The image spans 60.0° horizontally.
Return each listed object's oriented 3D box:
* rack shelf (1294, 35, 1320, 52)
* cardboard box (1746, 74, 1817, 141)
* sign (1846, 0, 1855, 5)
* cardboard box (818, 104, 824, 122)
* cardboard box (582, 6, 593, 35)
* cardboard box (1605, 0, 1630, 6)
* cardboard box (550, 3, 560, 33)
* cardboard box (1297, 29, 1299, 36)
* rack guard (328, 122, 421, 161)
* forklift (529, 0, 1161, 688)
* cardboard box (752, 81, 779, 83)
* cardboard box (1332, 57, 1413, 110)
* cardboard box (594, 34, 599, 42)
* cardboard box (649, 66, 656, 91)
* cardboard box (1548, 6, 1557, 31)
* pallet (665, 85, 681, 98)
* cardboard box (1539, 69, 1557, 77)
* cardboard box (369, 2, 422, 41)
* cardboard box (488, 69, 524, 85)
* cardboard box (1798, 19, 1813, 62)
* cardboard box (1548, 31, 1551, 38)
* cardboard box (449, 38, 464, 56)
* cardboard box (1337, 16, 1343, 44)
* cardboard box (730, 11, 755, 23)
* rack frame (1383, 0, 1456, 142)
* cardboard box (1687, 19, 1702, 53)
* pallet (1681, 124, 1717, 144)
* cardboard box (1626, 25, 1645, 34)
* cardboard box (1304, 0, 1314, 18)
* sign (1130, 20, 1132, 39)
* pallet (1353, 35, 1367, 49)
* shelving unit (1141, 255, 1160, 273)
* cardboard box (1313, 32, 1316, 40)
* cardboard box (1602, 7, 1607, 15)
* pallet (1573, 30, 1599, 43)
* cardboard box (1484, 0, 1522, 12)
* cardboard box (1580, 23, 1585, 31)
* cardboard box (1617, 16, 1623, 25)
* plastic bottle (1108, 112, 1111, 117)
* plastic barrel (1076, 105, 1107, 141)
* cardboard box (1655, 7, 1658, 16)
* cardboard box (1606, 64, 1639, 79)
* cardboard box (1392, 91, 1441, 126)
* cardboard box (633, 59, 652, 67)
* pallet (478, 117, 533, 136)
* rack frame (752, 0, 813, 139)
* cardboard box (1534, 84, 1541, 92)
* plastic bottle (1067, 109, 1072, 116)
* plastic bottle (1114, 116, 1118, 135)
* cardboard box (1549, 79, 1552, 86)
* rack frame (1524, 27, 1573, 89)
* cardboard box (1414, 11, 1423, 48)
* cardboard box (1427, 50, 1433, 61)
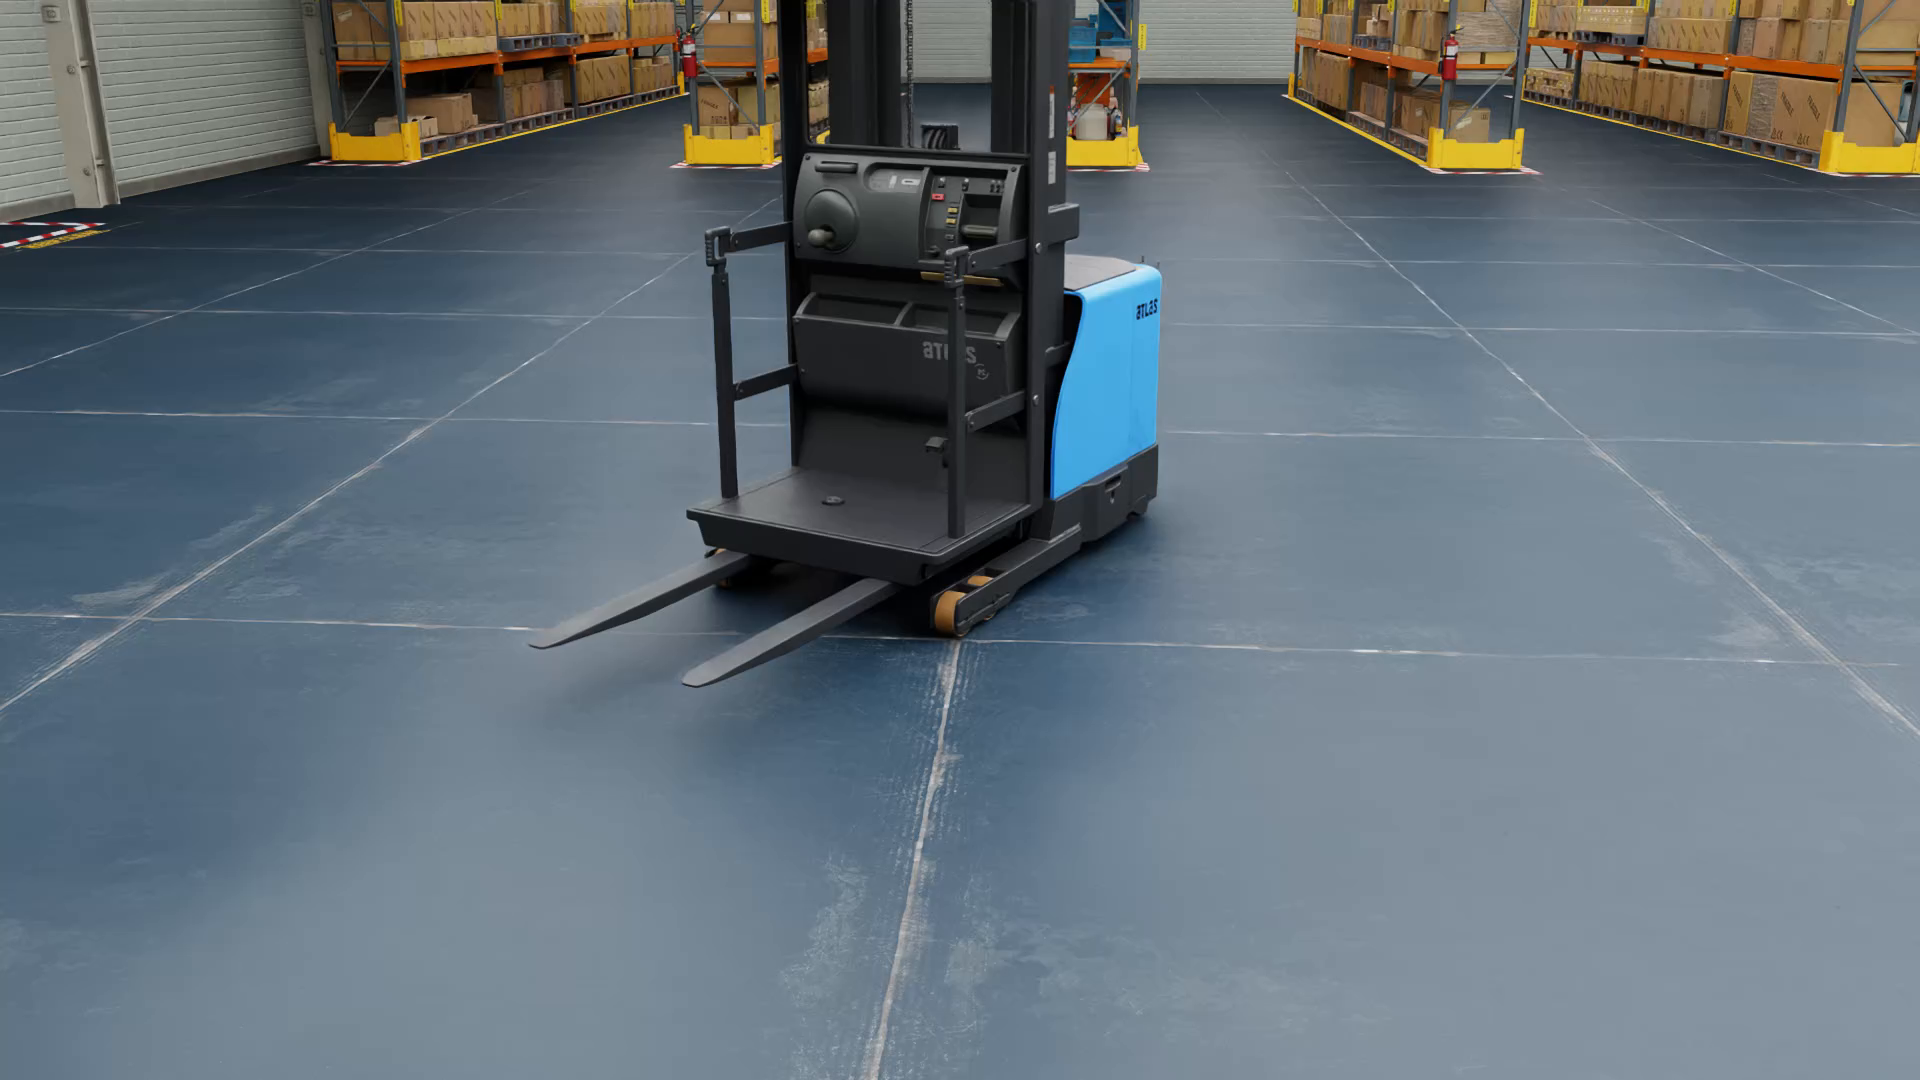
[{"bbox_3d":[7.769,-10.329,34.785,1.077,0.370,4.000,1,18,4],"label":"rack shelf"},{"bbox_3d":[11.816,-6.140,23.580,0.875,0.875,0.875,1,18,4],"label":"cardboard box"},{"bbox_3d":[11.165,-6.860,20.803,0.100,0.325,0.005,1,18,4],"label":"sign"},{"bbox_3d":[-2.515,-6.959,27.086,0.500,0.250,0.500,2,18,5],"label":"cardboard box"},{"bbox_3d":[-7.146,-9.646,30.872,0.500,0.500,0.500,2,18,6],"label":"cardboard box"},{"bbox_3d":[12.841,-10.707,32.537,0.500,0.500,0.500,2,18,5],"label":"cardboard box"},{"bbox_3d":[-7.507,-9.250,29.468,0.700,0.500,0.500,-1,18,-3],"label":"cardboard box"},{"bbox_3d":[7.557,-11.070,36.294,0.380,0.149,0.250,1,18,5],"label":"cardboard box"},{"bbox_3d":[-8.051,-5.491,22.877,1.175,0.500,0.348,1,18,4],"label":"rack guard"},{"bbox_3d":[-0.309,-1.210,5.909,1.130,2.935,3.031,10,21,28],"label":"forklift"},{"bbox_3d":[-2.745,-6.422,24.242,0.500,0.500,0.500,1,18,4],"label":"cardboard box"},{"bbox_3d":[7.409,-8.212,29.904,1.225,0.875,0.875,0,18,1],"label":"cardboard box"},{"bbox_3d":[-7.129,-9.603,31.785,0.380,0.149,0.250,1,18,4],"label":"cardboard box"},{"bbox_3d":[-6.962,-9.939,35.778,0.700,0.500,0.500,2,18,5],"label":"cardboard box"},{"bbox_3d":[12.453,-10.729,34.210,0.500,0.500,0.500,1,18,2],"label":"cardboard box"},{"bbox_3d":[-6.889,-10.049,37.252,1.003,0.211,1.213,1,18,4],"label":"pallet"},{"bbox_3d":[12.495,-9.880,35.207,0.380,0.149,0.250,0,18,1],"label":"cardboard box"},{"bbox_3d":[-7.723,-7.091,22.751,0.500,0.500,0.500,1,18,4],"label":"cardboard box"},{"bbox_3d":[-7.672,-7.802,28.021,0.500,0.250,0.500,1,18,2],"label":"cardboard box"},{"bbox_3d":[11.869,-6.711,22.346,0.875,0.550,0.550,1,18,4],"label":"cardboard box"},{"bbox_3d":[12.480,-10.532,34.652,0.380,0.149,0.250,1,18,3],"label":"cardboard box"},{"bbox_3d":[-7.601,-7.214,24.331,0.500,0.250,0.500,1,18,4],"label":"cardboard box"},{"bbox_3d":[7.202,-9.330,30.420,0.500,0.500,0.500,1,18,2],"label":"cardboard box"},{"bbox_3d":[-2.873,-7.018,22.322,0.380,0.149,0.250,1,18,4],"label":"cardboard box"},{"bbox_3d":[7.052,-7.566,25.195,1.000,3.000,0.127,1,18,4],"label":"rack frame"},{"bbox_3d":[11.835,-7.953,26.216,0.500,0.500,0.500,1,18,4],"label":"cardboard box"},{"bbox_3d":[11.972,-6.340,25.932,1.003,0.211,1.213,1,18,4],"label":"pallet"},{"bbox_3d":[11.855,-8.909,29.025,0.380,0.149,0.250,2,18,5],"label":"cardboard box"},{"bbox_3d":[7.541,-11.260,35.027,0.500,0.500,0.500,1,18,2],"label":"cardboard box"},{"bbox_3d":[2.659,-7.792,25.441,0.100,0.325,0.005,1,18,4],"label":"sign"},{"bbox_3d":[7.394,-8.493,28.333,1.213,0.211,1.003,1,18,4],"label":"pallet"},{"bbox_3d":[0.727,-0.738,7.489,0.252,1.050,0.215,-5,19,-15],"label":"shelving unit"},{"bbox_3d":[7.357,-10.193,33.615,0.380,0.149,0.250,1,18,3],"label":"cardboard box"},{"bbox_3d":[11.971,-9.673,30.401,0.380,0.149,0.250,2,18,6],"label":"cardboard box"},{"bbox_3d":[12.365,-9.583,31.659,1.003,0.211,1.213,1,18,4],"label":"pallet"},{"bbox_3d":[7.076,-7.152,21.689,0.500,0.500,0.500,1,18,4],"label":"cardboard box"},{"bbox_3d":[12.064,-9.790,31.712,0.380,0.149,0.250,2,18,5],"label":"cardboard box"},{"bbox_3d":[11.893,-9.216,29.482,0.380,0.149,0.250,2,18,5],"label":"cardboard box"},{"bbox_3d":[2.212,-6.222,24.751,0.061,0.283,0.133,1,18,4],"label":"plastic bottle"},{"bbox_3d":[1.796,-5.657,22.692,0.421,0.512,0.421,0,18,0],"label":"plastic barrel"},{"bbox_3d":[12.563,-9.410,29.596,0.380,0.149,0.250,1,18,2],"label":"cardboard box"},{"bbox_3d":[12.143,-8.567,30.386,0.500,0.250,0.500,2,18,5],"label":"cardboard box"},{"bbox_3d":[7.117,-6.777,26.096,0.700,0.500,0.500,0,18,0],"label":"cardboard box"},{"bbox_3d":[-6.797,-10.196,35.521,0.380,0.149,0.250,1,18,2],"label":"cardboard box"},{"bbox_3d":[-7.716,-6.814,27.379,1.003,0.211,1.213,1,18,4],"label":"pallet"},{"bbox_3d":[-2.829,-7.788,25.873,1.000,3.000,0.127,1,18,4],"label":"rack frame"},{"bbox_3d":[12.419,-9.602,35.314,0.380,0.149,0.250,2,18,5],"label":"cardboard box"},{"bbox_3d":[1.582,-6.137,24.381,0.144,0.351,0.185,2,18,6],"label":"plastic bottle"},{"bbox_3d":[2.290,-6.009,24.119,0.097,0.271,0.097,0,18,0],"label":"plastic bottle"},{"bbox_3d":[12.524,-9.571,34.741,0.380,0.149,0.250,2,18,7],"label":"cardboard box"},{"bbox_3d":[12.852,-11.150,36.135,1.000,3.000,0.127,1,18,4],"label":"rack frame"},{"bbox_3d":[6.874,-7.150,23.287,0.875,0.500,0.500,1,18,4],"label":"cardboard box"},{"bbox_3d":[6.653,-6.686,22.913,0.380,0.149,0.250,1,18,4],"label":"cardboard box"}]
